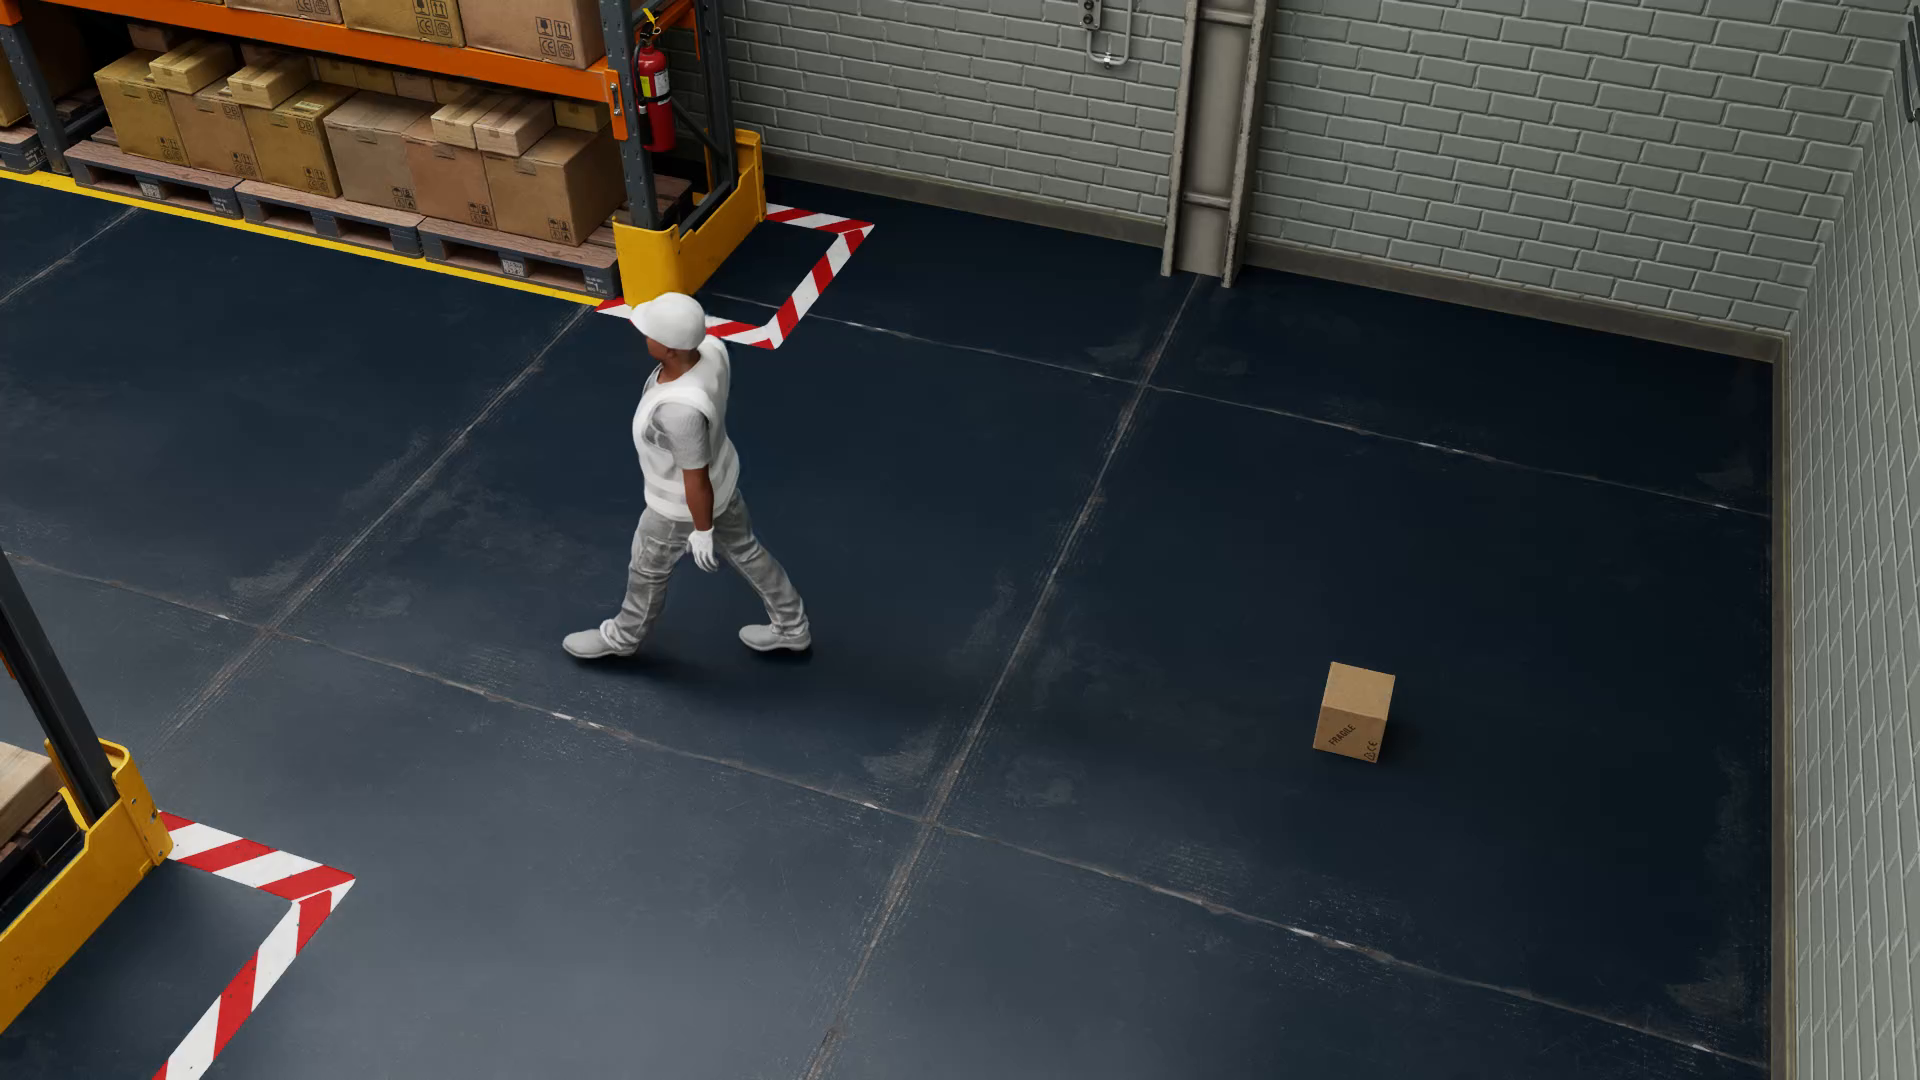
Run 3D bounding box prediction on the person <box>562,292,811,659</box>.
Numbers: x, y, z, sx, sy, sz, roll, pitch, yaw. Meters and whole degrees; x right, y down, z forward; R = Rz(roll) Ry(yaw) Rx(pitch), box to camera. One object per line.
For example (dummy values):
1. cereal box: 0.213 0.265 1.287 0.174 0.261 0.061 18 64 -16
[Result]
1. person: -1.120 -0.229 6.390 1.012 1.730 0.597 6 42 7
